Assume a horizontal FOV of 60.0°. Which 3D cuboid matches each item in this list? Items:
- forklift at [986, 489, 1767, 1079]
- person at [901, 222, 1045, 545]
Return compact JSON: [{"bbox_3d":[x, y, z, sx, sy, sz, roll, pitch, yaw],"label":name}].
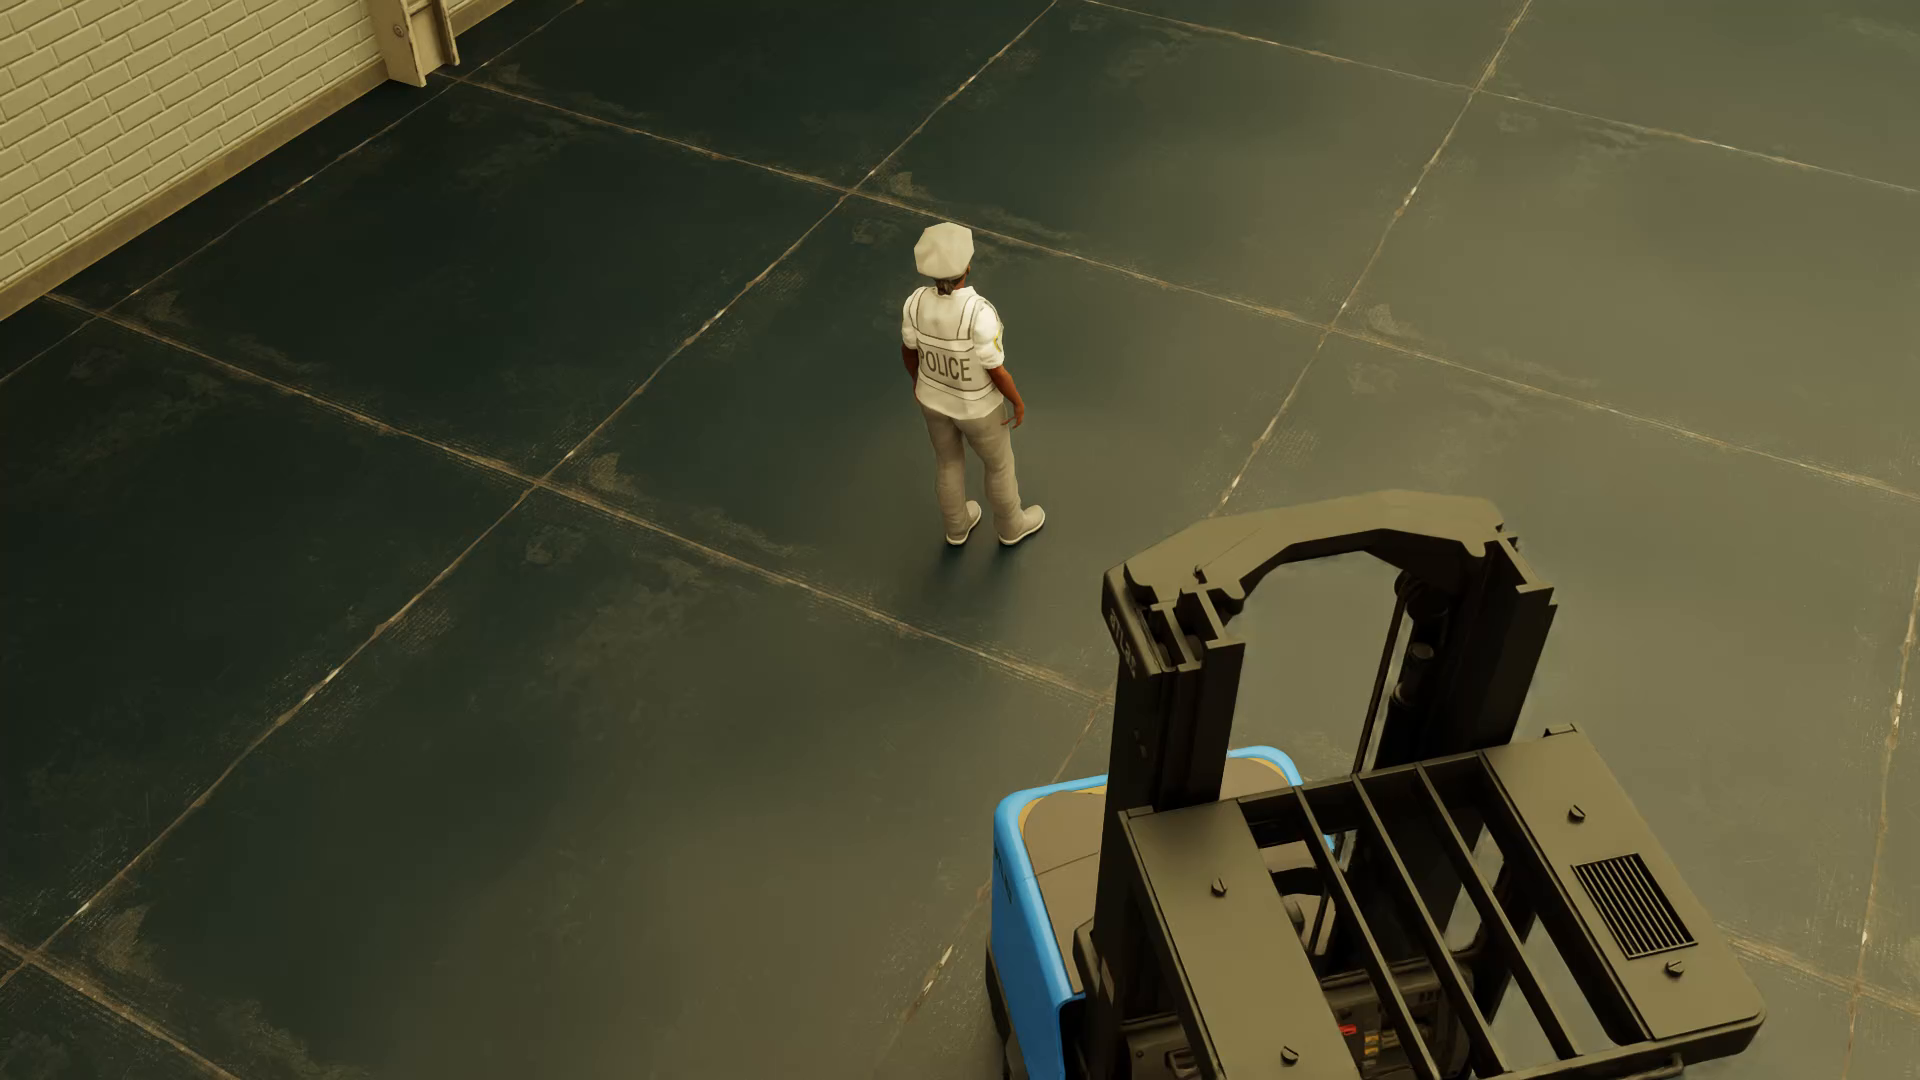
[{"bbox_3d":[0.933,1.444,4.121,1.130,2.935,3.031,-9,44,-10],"label":"forklift"},{"bbox_3d":[0.053,-0.660,7.248,0.569,1.692,0.530,20,47,20],"label":"person"}]
